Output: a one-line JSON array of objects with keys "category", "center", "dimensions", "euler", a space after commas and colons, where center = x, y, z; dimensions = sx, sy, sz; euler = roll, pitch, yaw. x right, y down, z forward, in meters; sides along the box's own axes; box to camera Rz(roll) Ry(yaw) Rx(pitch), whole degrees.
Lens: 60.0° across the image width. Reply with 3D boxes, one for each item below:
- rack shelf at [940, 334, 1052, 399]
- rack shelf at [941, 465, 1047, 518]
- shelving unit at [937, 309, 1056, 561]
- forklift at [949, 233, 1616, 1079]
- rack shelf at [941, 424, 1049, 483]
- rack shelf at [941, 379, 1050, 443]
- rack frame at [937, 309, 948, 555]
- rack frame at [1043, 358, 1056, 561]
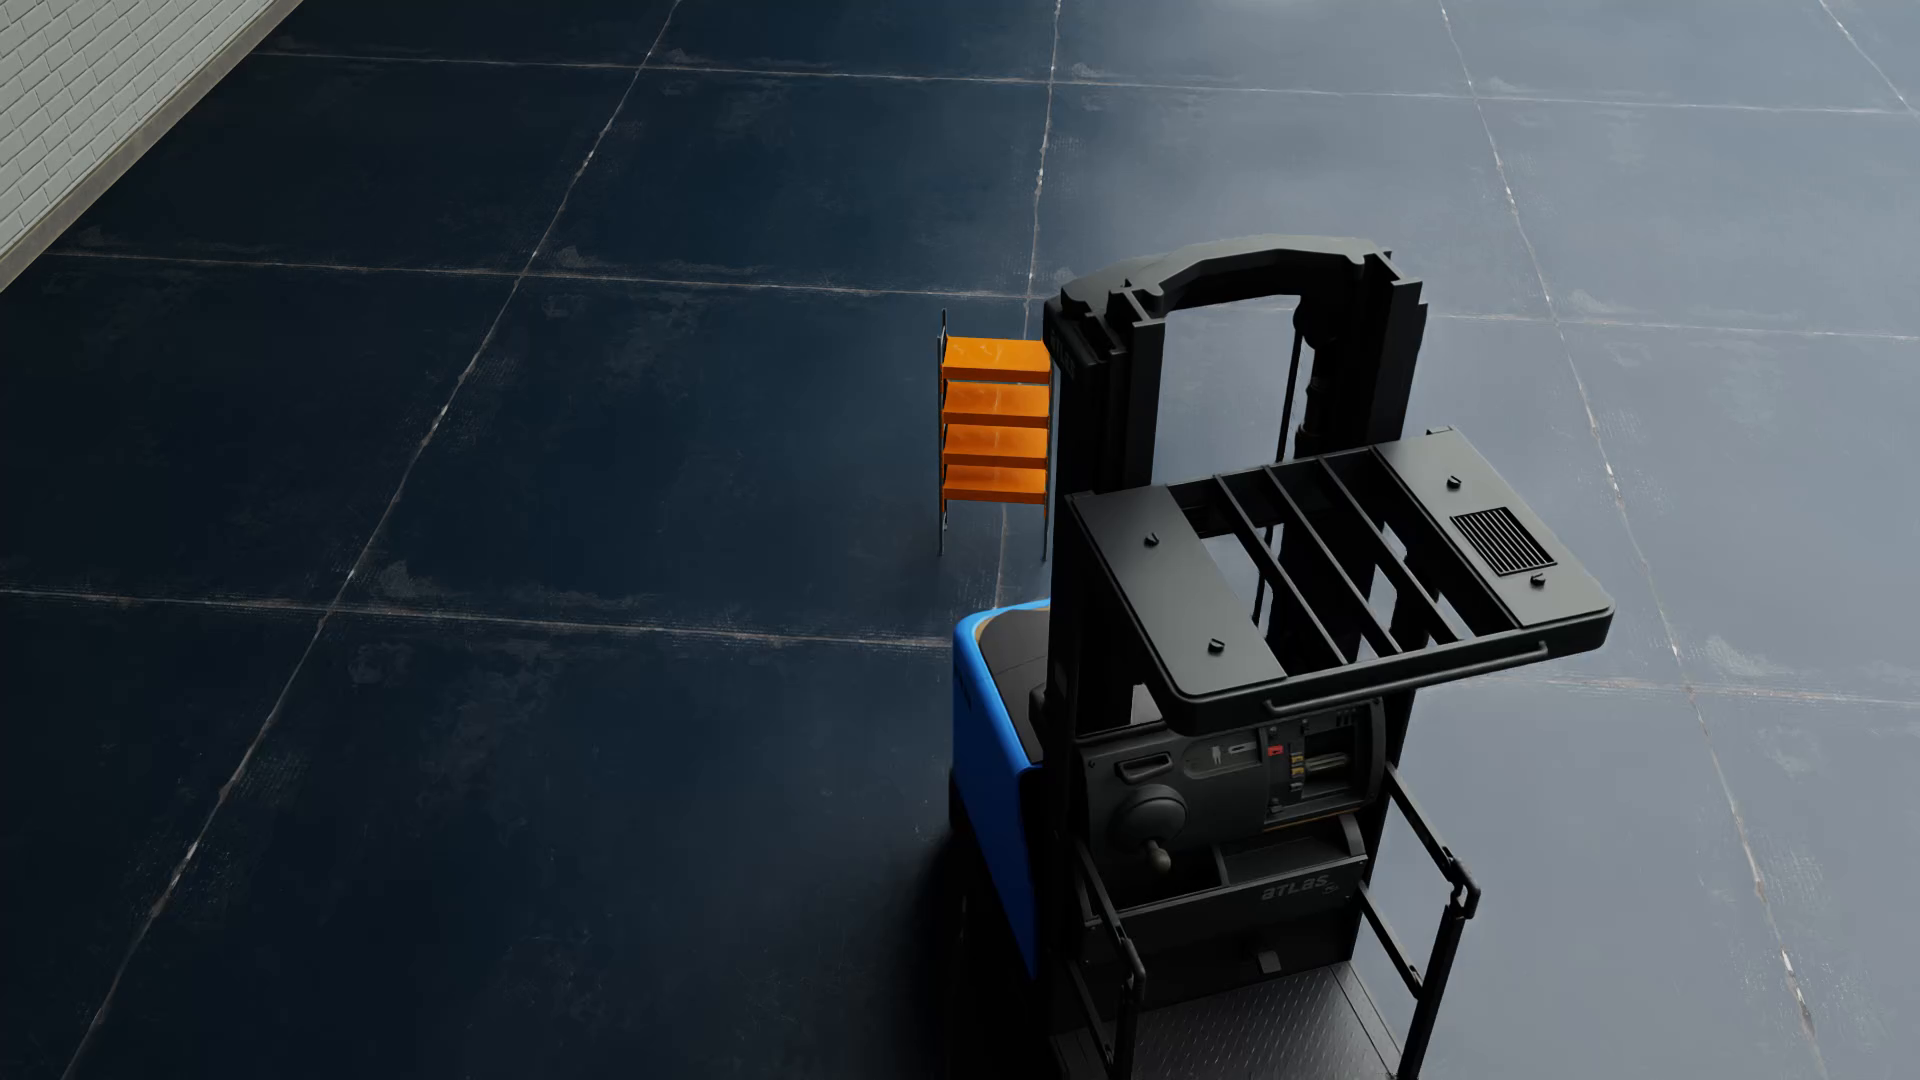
[{"category": "rack shelf", "center": [0.165, -0.761, 7.283], "dimensions": [0.480, 0.148, 0.258], "euler": [3, 39, 4]}, {"category": "rack shelf", "center": [0.165, -0.250, 7.698], "dimensions": [0.480, 0.148, 0.258], "euler": [3, 39, 4]}, {"category": "shelving unit", "center": [0.165, -0.456, 7.531], "dimensions": [0.503, 1.200, 0.258], "euler": [3, 39, 4]}, {"category": "forklift", "center": [0.861, 0.774, 4.647], "dimensions": [1.130, 2.935, 3.031], "euler": [-10, 40, -13]}, {"category": "rack shelf", "center": [0.165, -0.404, 7.573], "dimensions": [0.480, 0.148, 0.258], "euler": [3, 39, 4]}, {"category": "rack shelf", "center": [0.165, -0.578, 7.432], "dimensions": [0.480, 0.148, 0.258], "euler": [3, 39, 4]}, {"category": "rack frame", "center": [-0.078, -0.470, 7.547], "dimensions": [0.015, 1.200, 0.240], "euler": [3, 39, 4]}, {"category": "rack frame", "center": [0.408, -0.443, 7.514], "dimensions": [0.015, 1.200, 0.240], "euler": [3, 39, 4]}]
